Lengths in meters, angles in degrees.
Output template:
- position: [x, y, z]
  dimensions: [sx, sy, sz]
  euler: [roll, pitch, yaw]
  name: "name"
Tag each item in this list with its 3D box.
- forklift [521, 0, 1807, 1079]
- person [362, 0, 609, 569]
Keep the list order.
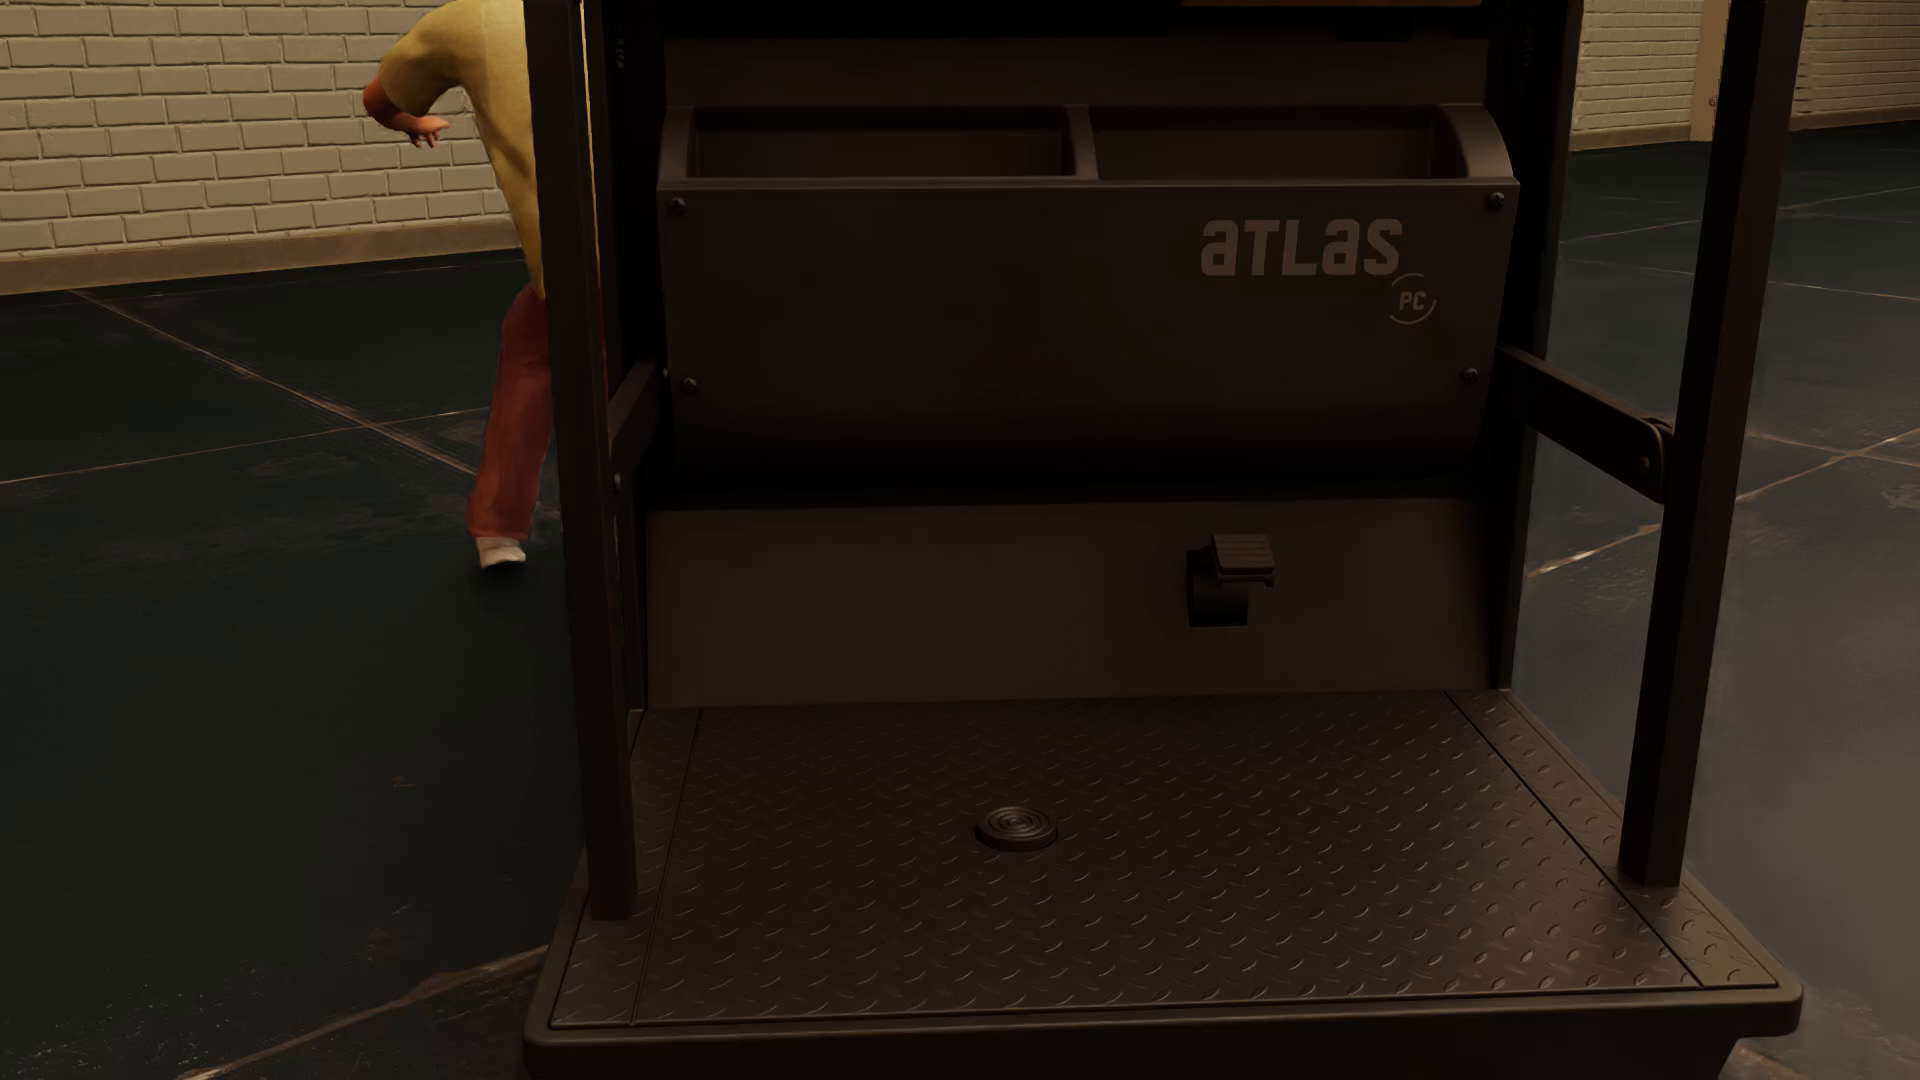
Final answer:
- position: [0.155, -0.801, 1.501]
  dimensions: [1.130, 2.935, 3.031]
  euler: [-1, 17, -3]
  name: "forklift"
- position: [-0.725, -0.628, 3.511]
  dimensions: [0.829, 1.465, 1.035]
  euler: [-16, 24, -42]
  name: "person"
